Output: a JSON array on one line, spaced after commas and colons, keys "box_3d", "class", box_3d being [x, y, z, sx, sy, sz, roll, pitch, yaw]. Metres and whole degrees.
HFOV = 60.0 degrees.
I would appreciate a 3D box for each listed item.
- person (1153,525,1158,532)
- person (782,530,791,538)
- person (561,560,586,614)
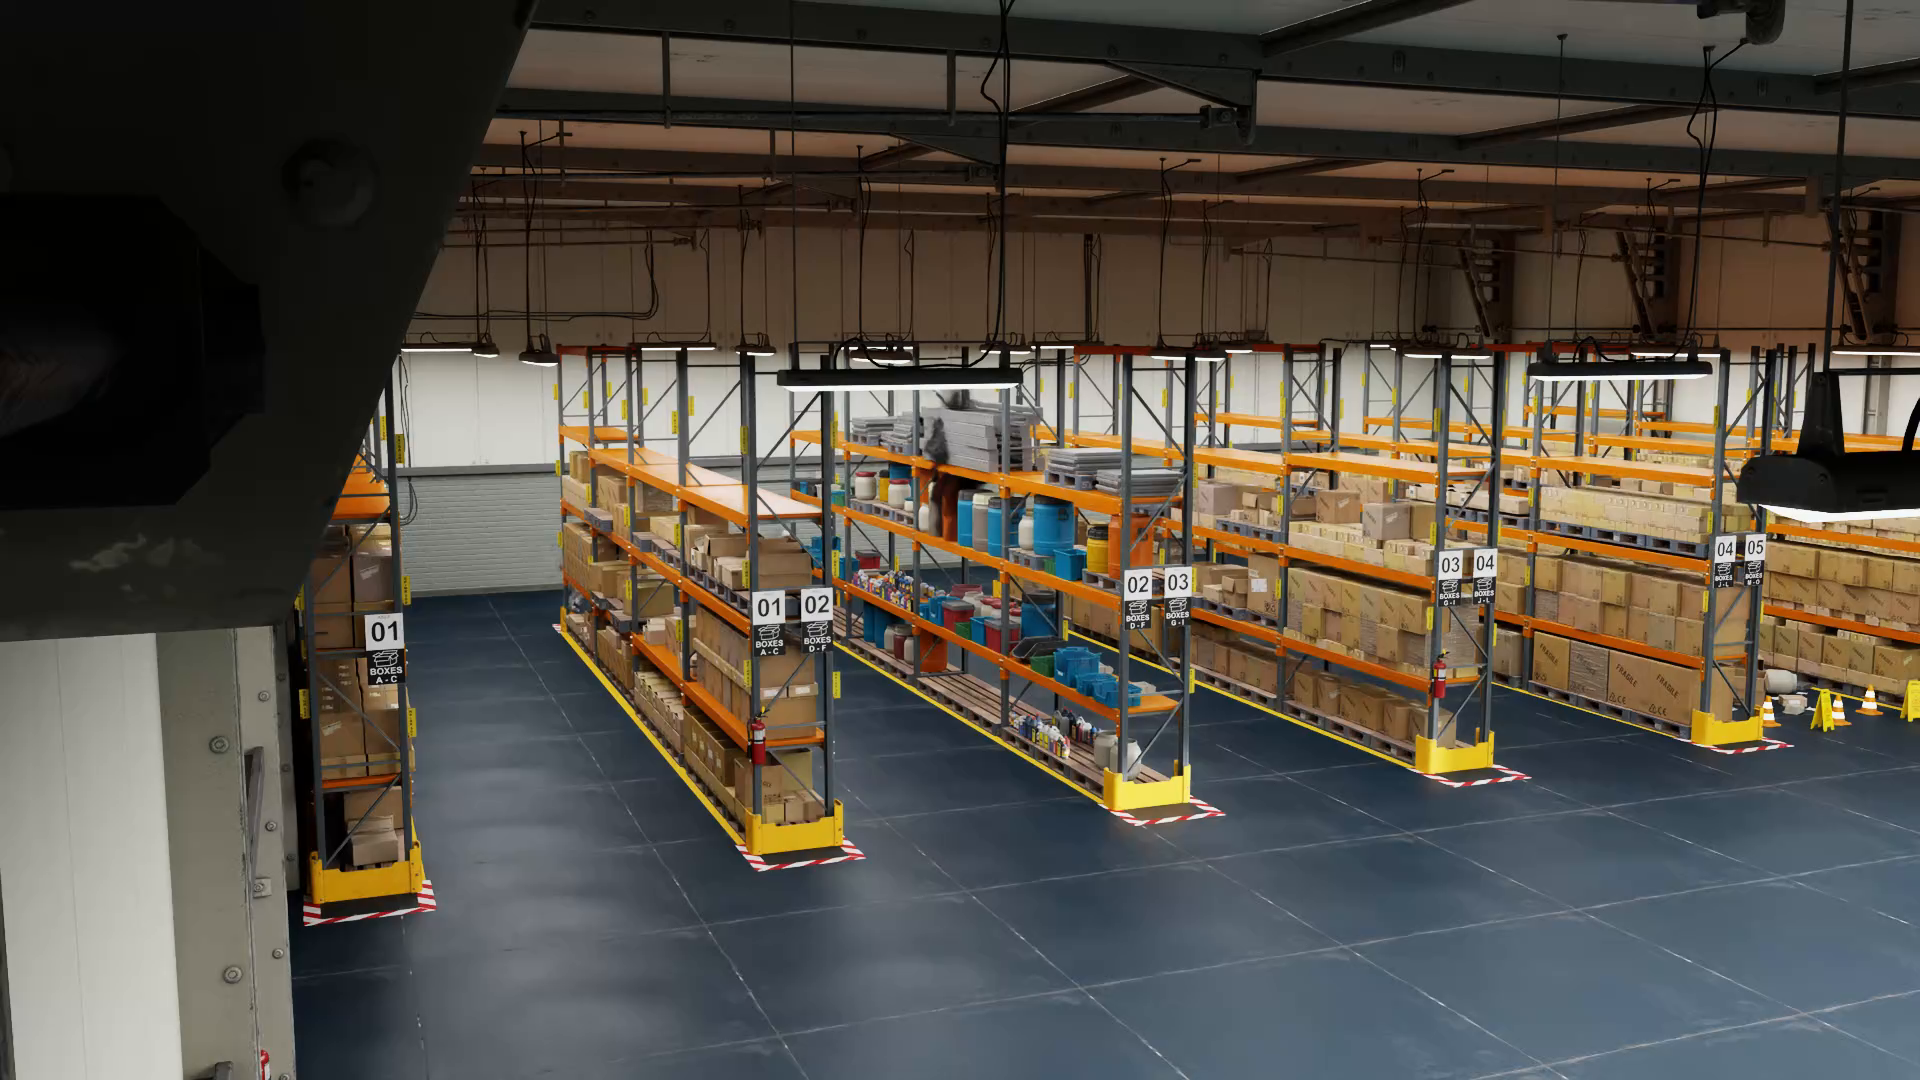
[{"box_3d": [4.565, 0.446, 39.685, 0.721, 1.718, 0.554, 0, 7, -2], "class": "person"}, {"box_3d": [-4.152, 0.613, 38.296, 0.918, 1.716, 0.684, -2, 7, -12], "class": "person"}, {"box_3d": [-8.361, 0.859, 36.270, 0.685, 1.780, 0.656, 0, 7, -1], "class": "person"}]
